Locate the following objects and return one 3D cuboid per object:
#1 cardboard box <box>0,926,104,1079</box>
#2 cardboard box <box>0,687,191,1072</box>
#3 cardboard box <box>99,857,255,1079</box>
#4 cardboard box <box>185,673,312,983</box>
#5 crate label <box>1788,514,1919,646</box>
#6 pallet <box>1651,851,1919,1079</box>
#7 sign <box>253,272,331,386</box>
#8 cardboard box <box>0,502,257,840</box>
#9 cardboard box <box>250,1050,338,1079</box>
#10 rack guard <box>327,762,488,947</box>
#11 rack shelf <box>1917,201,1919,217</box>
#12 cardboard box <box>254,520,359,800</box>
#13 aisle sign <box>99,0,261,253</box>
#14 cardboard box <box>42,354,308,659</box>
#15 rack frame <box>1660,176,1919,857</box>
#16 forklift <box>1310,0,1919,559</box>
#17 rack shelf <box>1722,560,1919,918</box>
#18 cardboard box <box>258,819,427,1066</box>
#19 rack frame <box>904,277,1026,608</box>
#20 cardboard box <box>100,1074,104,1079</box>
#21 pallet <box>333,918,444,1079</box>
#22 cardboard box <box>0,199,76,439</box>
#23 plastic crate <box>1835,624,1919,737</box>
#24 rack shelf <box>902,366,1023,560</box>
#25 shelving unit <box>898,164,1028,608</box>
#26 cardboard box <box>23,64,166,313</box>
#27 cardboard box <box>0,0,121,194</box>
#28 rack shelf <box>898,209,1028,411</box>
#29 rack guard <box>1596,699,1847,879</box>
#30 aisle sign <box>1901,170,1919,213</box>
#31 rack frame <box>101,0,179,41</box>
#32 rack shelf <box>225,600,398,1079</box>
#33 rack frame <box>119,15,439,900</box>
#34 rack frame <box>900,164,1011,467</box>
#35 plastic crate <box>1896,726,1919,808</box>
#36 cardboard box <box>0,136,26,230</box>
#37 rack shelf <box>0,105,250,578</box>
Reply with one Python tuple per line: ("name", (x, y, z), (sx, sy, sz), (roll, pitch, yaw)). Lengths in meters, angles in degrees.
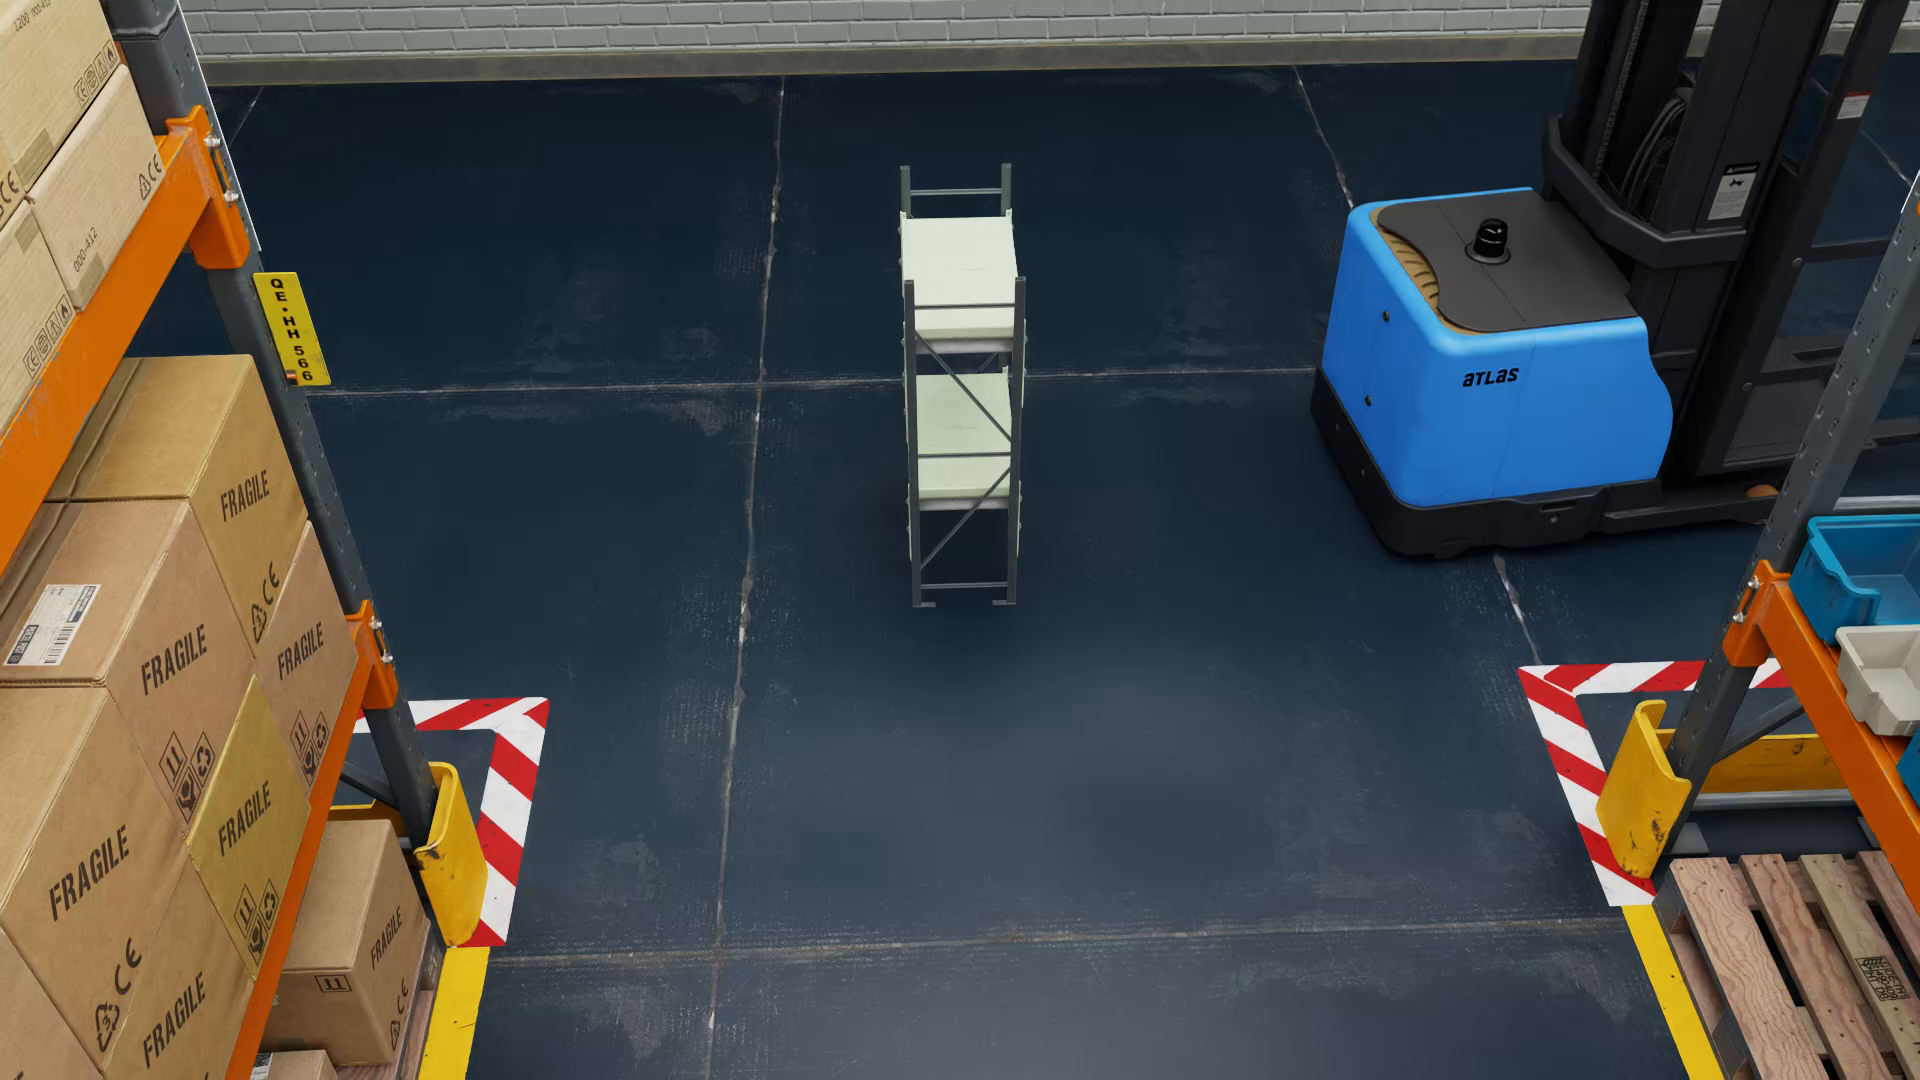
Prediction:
("cardboard box", (-1.790, 0.968, 2.660), (0.500, 0.500, 0.500), (0, 43, 0))
("cardboard box", (-1.812, 0.622, 3.038), (0.500, 0.500, 0.500), (-1, 43, -1))
("cardboard box", (-1.822, 0.989, 3.378), (0.500, 0.500, 0.500), (-1, 43, -1))
("cardboard box", (-1.838, 0.652, 3.745), (0.500, 0.500, 0.500), (-1, 43, -1))
("crate label", (2.476, 0.120, 4.479), (0.416, 0.233, 0.303), (-2, 43, -2))
("pallet", (2.791, 1.490, 4.968), (1.003, 0.211, 1.213), (-2, 43, -2))
("sign", (-1.599, -0.502, 3.987), (0.100, 0.325, 0.005), (-2, 43, -2))
("cardboard box", (-1.839, 0.272, 3.420), (0.500, 0.500, 0.500), (-1, 43, -1))
("cardboard box", (-1.958, 1.562, 4.597), (0.380, 0.166, 0.250), (-2, 43, -2))
("rack guard", (-2.151, 1.016, 5.271), (1.175, 0.500, 0.348), (-2, 43, -2))
("rack shelf", (2.879, 0.414, 2.391), (1.077, 0.370, 4.000), (-2, 43, -2))
("cardboard box", (-1.864, 0.301, 4.127), (0.500, 0.500, 0.500), (0, 43, 0))
("aisle sign", (-1.852, -0.969, 3.664), (0.394, 0.787, 0.004), (-2, 43, -2))
("cardboard box", (-1.861, -0.069, 3.792), (0.500, 0.500, 0.500), (-2, 43, -2))
("rack frame", (2.794, -0.096, 4.635), (1.000, 3.000, 0.127), (-2, 43, -2))
("forklift", (3.097, -1.490, 6.207), (3.031, 2.935, 1.130), (-7, 43, -8))
("rack shelf", (2.879, 1.519, 3.405), (1.077, 0.370, 4.000), (-2, 43, -2))
("cardboard box", (-1.885, 1.163, 4.786), (0.500, 0.500, 0.500), (-2, 43, -2))
("rack frame", (0.016, -0.301, 5.969), (0.400, 1.500, 0.023), (-2, 43, -2))
("cardboard box", (-1.801, 1.329, 3.007), (0.500, 0.500, 0.500), (-2, 43, -2))
("pallet", (-2.117, 1.661, 4.782), (1.003, 0.211, 1.213), (-2, 43, -2))
("cardboard box", (-1.859, -0.330, 2.781), (0.500, 0.250, 0.500), (-2, 43, -2))
("plastic crate", (2.407, 0.374, 4.273), (0.250, 0.136, 0.298), (-2, 43, -2))
("rack shelf", (0.000, -0.308, 6.459), (0.431, 0.370, 0.720), (-2, 43, -2))
("shelving unit", (0.000, -0.548, 6.238), (0.431, 1.500, 0.755), (-2, 43, -2))
("cardboard box", (-1.869, -0.667, 3.149), (0.500, 0.250, 0.500), (-2, 43, -2))
("cardboard box", (-1.878, -0.852, 2.980), (0.500, 0.250, 0.500), (-2, 43, -2))
("rack shelf", (0.000, -0.836, 5.975), (0.431, 0.370, 0.720), (-2, 43, -2))
("rack guard", (2.780, 0.810, 5.497), (1.175, 0.500, 0.348), (-2, 43, -2))
("aisle sign", (2.495, -1.094, 3.800), (0.394, 0.787, 0.004), (-2, 43, -2))
("rack frame", (-2.155, -2.168, 2.455), (1.000, 3.000, 0.127), (-2, 43, -2))
("rack shelf", (-2.070, 1.659, 3.252), (1.077, 0.370, 4.000), (-2, 43, -2))
("rack frame", (-2.155, 0.044, 4.482), (1.000, 3.000, 0.127), (-2, 43, -2))
("rack frame", (-0.015, -0.795, 6.508), (0.400, 1.500, 0.023), (-2, 43, -2))
("plastic crate", (2.504, 0.564, 3.994), (0.416, 0.233, 0.300), (-2, 43, -2))
("cardboard box", (-1.857, -0.514, 2.612), (0.500, 0.250, 0.500), (-2, 43, -2))
("rack shelf", (-2.070, 0.553, 2.239), (1.077, 0.370, 4.000), (-2, 43, -2))
